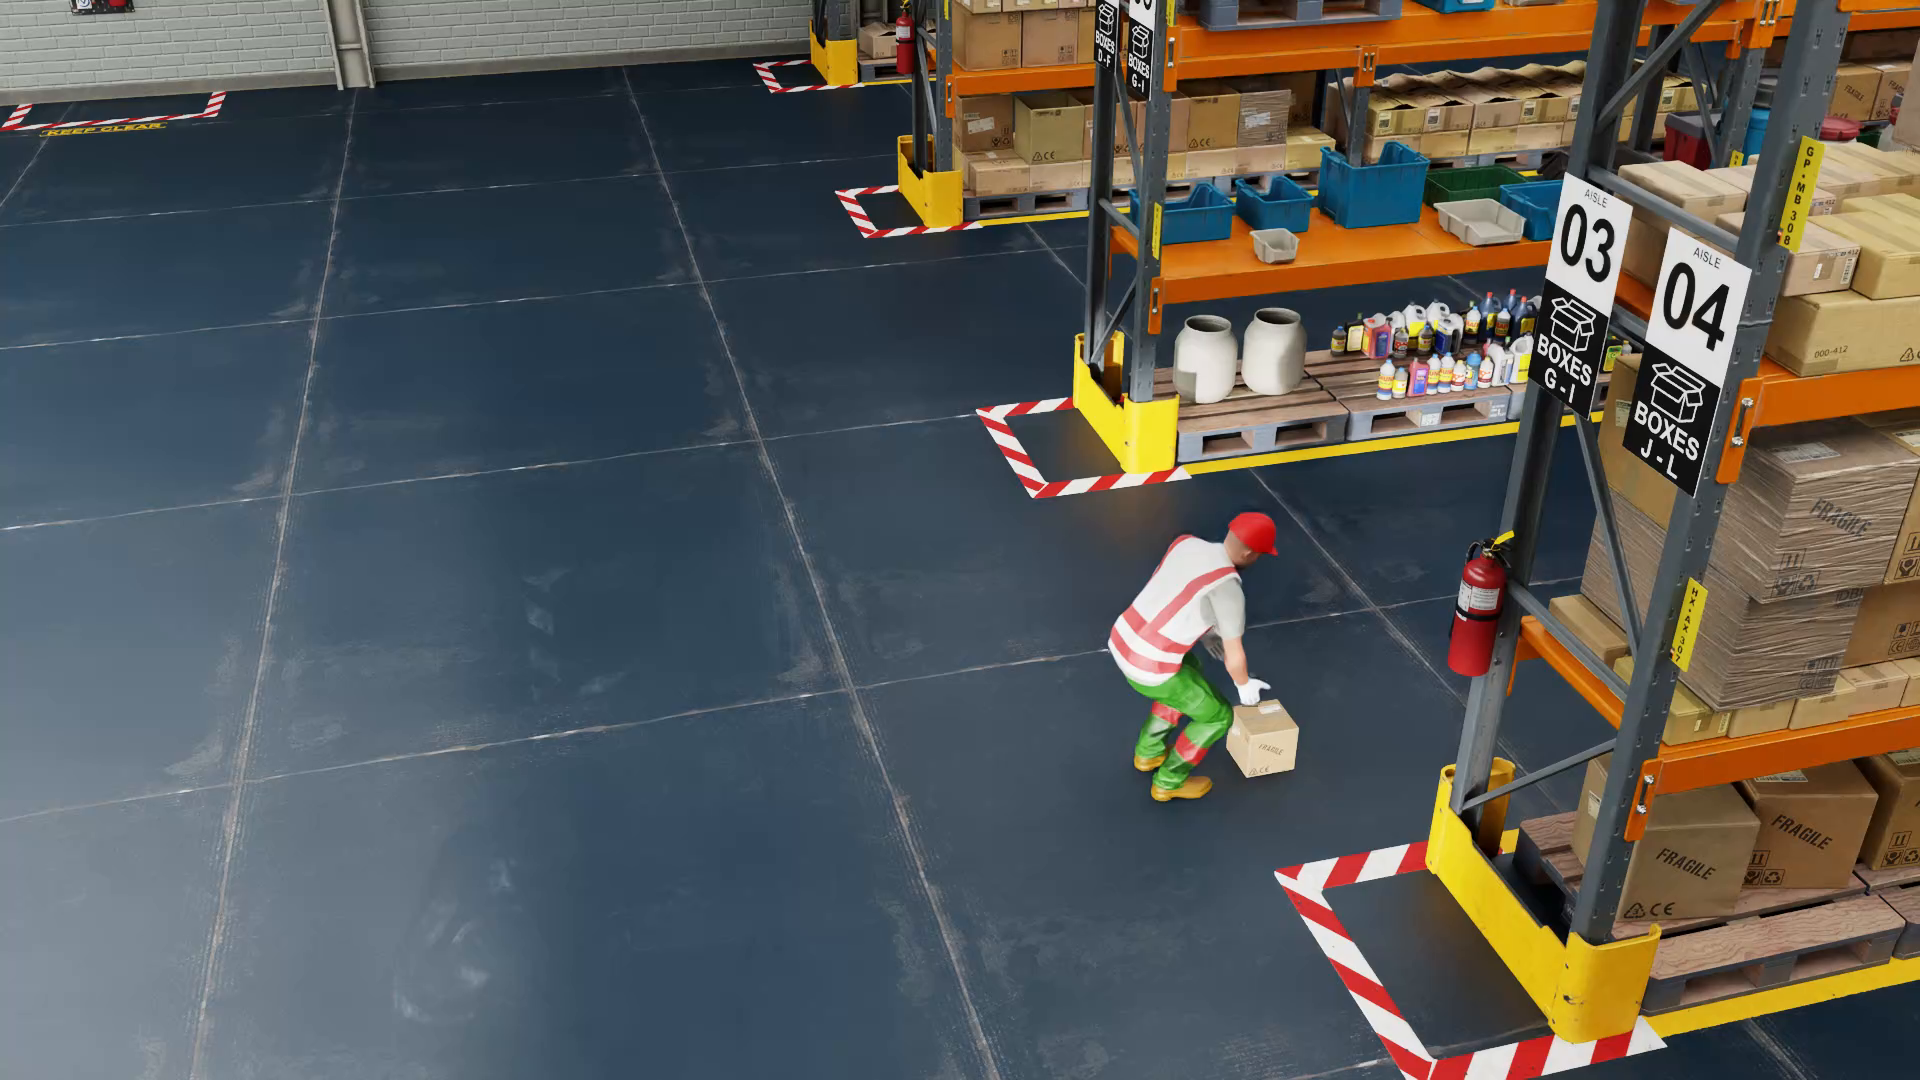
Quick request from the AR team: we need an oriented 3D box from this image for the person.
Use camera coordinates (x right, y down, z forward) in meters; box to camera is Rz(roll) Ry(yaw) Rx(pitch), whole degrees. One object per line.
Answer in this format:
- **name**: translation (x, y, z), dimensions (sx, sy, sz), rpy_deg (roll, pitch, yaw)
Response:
- **person**: translation (1.069, 0.514, 7.735), dimensions (0.782, 1.381, 0.584), rpy_deg (-8, 31, -13)
